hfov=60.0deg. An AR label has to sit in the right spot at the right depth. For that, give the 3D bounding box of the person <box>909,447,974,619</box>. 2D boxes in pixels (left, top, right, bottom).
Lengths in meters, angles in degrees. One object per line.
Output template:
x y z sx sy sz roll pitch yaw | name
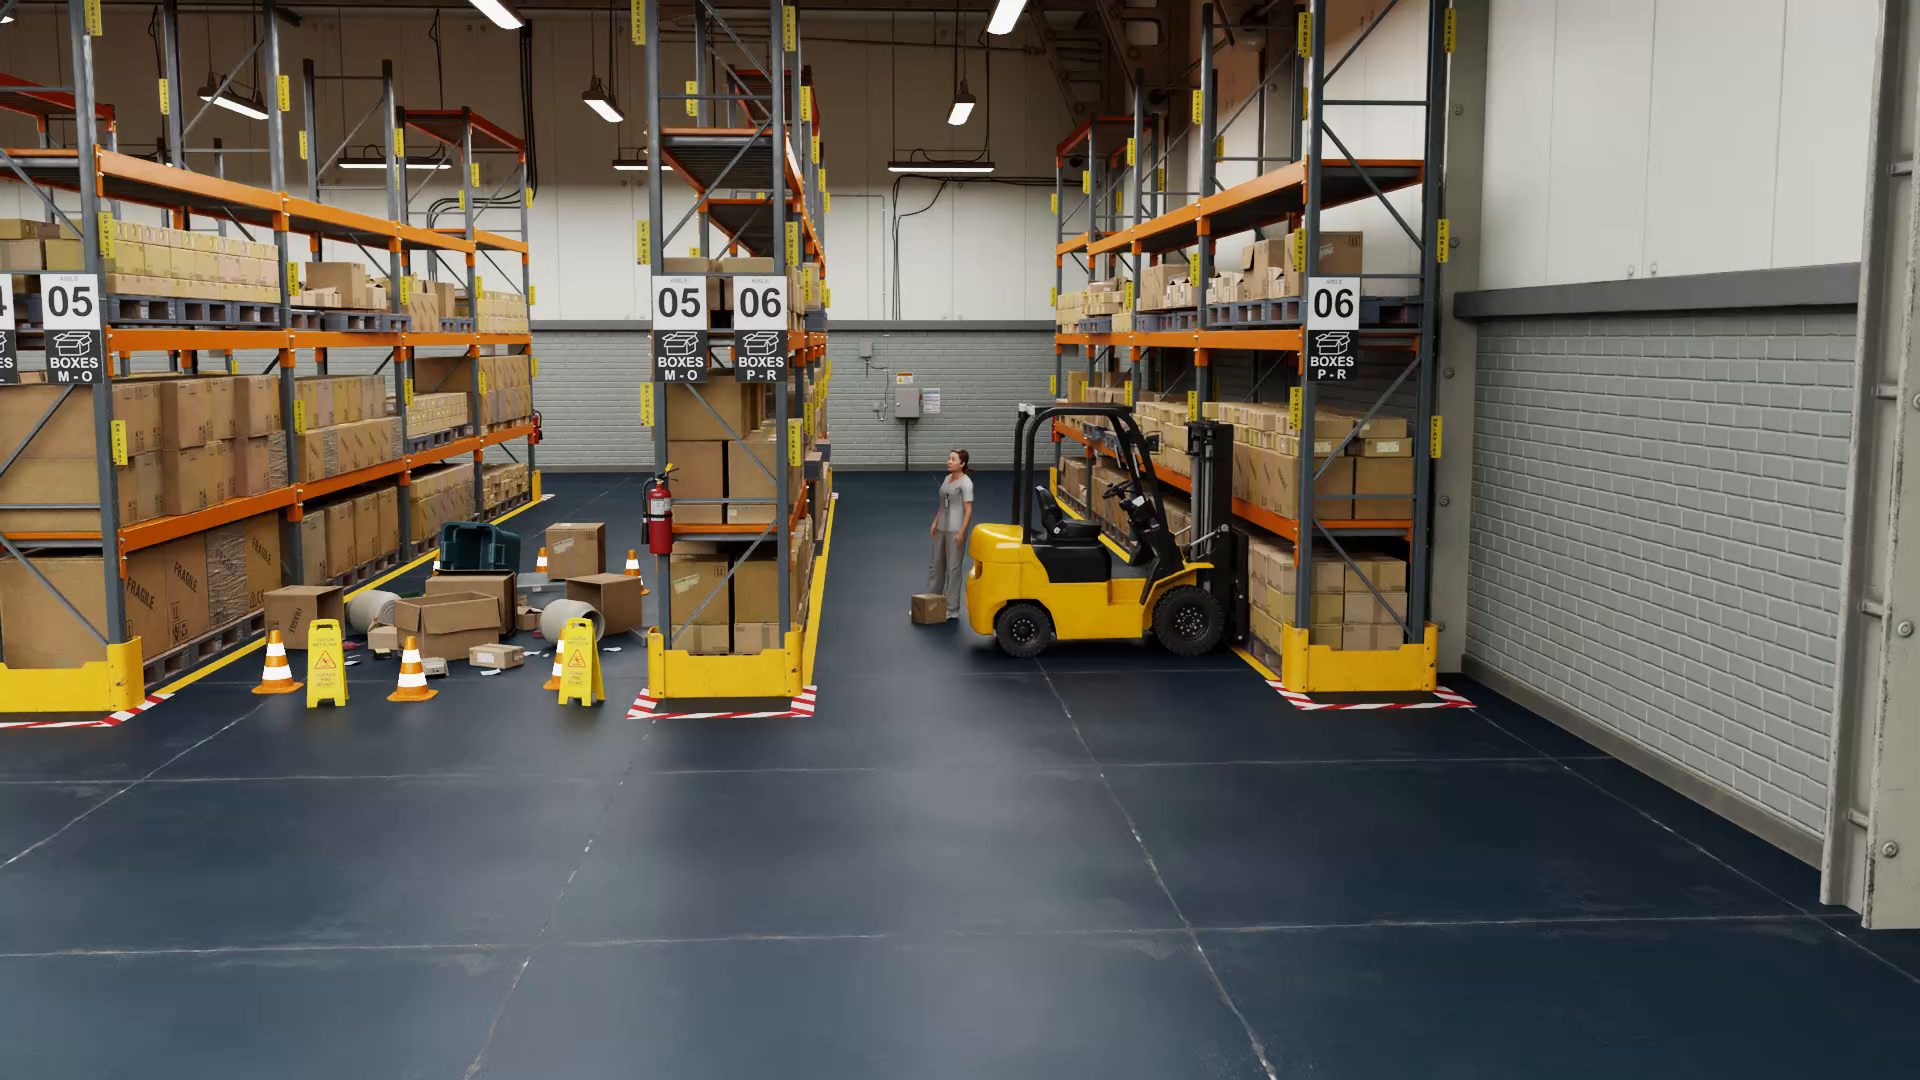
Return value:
-0.142 -0.066 16.219 0.548 1.673 0.549 -4 8 -33 | person
